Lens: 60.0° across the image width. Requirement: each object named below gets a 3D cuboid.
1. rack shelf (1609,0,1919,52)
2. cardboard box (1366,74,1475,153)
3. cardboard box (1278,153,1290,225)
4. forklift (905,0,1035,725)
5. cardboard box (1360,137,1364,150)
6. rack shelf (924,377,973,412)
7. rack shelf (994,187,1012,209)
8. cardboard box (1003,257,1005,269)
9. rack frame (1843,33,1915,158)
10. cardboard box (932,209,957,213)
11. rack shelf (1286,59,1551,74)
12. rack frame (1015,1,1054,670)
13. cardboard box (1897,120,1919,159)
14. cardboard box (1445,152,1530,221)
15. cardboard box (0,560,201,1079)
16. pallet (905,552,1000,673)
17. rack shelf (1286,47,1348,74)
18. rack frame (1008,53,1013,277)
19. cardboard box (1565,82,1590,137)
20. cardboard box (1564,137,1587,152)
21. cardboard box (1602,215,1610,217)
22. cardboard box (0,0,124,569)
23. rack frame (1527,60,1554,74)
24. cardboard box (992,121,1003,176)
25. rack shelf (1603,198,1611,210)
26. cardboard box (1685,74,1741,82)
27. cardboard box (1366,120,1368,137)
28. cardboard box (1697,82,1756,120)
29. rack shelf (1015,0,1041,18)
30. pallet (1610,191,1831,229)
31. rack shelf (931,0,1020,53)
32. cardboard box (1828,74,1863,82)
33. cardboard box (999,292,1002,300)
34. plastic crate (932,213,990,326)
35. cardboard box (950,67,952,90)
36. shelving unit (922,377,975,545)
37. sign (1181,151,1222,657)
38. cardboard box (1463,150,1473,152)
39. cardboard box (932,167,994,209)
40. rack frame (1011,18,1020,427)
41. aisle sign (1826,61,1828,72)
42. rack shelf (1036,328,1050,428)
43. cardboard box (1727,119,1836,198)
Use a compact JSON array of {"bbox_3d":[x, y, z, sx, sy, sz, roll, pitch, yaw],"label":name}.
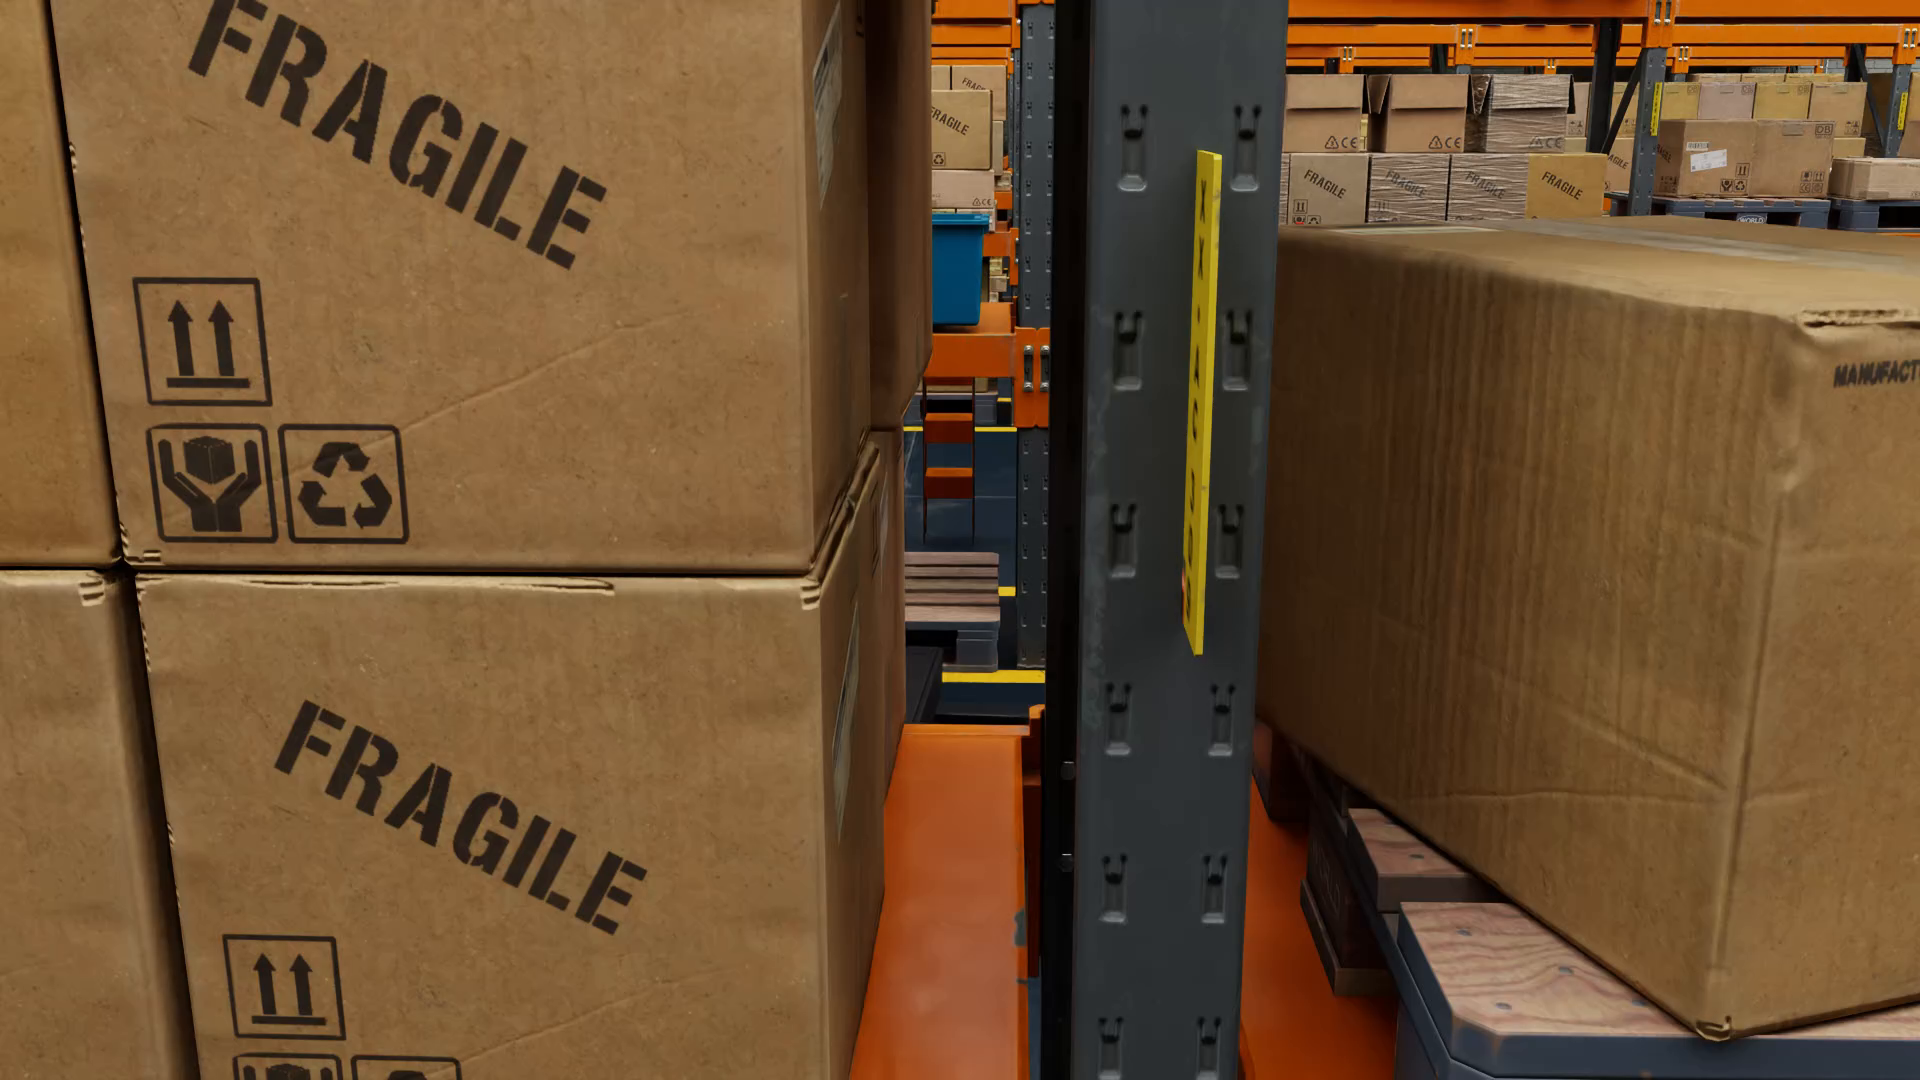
[{"bbox_3d":[6.421,-3.401,10.881,4.000,0.370,1.077,0,15,1],"label":"rack shelf"},{"bbox_3d":[3.039,-2.859,11.133,0.637,0.503,0.797,1,15,3],"label":"cardboard box"},{"bbox_3d":[1.879,-2.313,11.030,0.500,0.500,0.500,0,15,0],"label":"cardboard box"},{"bbox_3d":[-0.579,-0.586,4.815,3.031,2.935,1.130,1,15,5],"label":"forklift"},{"bbox_3d":[3.614,-3.691,15.535,0.250,0.149,0.380,1,15,3],"label":"cardboard box"},{"bbox_3d":[-0.054,-0.772,8.138,0.240,0.259,0.215,0,15,1],"label":"rack shelf"},{"bbox_3d":[-1.349,-3.267,16.253,4.000,0.370,1.077,0,15,1],"label":"rack shelf"},{"bbox_3d":[0.311,-2.769,16.555,0.250,0.149,0.380,1,15,4],"label":"cardboard box"},{"bbox_3d":[8.648,-3.550,15.914,0.127,3.000,1.000,0,15,1],"label":"rack frame"},{"bbox_3d":[-0.148,-2.136,11.049,0.250,0.149,0.380,1,15,3],"label":"cardboard box"},{"bbox_3d":[6.797,-7.194,25.258,4.000,0.370,1.077,0,15,1],"label":"rack shelf"},{"bbox_3d":[0.296,-1.074,6.533,0.127,3.000,1.000,0,15,1],"label":"rack frame"},{"bbox_3d":[6.685,-2.526,11.009,0.637,0.503,0.797,2,15,7],"label":"cardboard box"},{"bbox_3d":[3.423,-2.305,10.999,0.500,0.500,0.500,0,15,1],"label":"cardboard box"},{"bbox_3d":[-0.856,0.200,1.508,0.500,0.500,0.500,1,15,3],"label":"cardboard box"},{"bbox_3d":[-0.440,0.279,6.869,1.213,0.211,1.003,0,15,1],"label":"pallet"},{"bbox_3d":[2.675,-5.954,20.559,4.000,0.370,1.077,0,15,1],"label":"rack shelf"},{"bbox_3d":[0.676,-4.865,20.899,0.127,3.000,1.000,0,15,1],"label":"rack frame"},{"bbox_3d":[5.603,-4.099,15.841,0.500,0.500,0.700,0,15,1],"label":"cardboard box"},{"bbox_3d":[5.599,-3.550,15.719,0.500,0.500,0.500,0,15,1],"label":"cardboard box"},{"bbox_3d":[9.779,-4.865,25.467,0.500,0.250,0.500,0,15,0],"label":"cardboard box"},{"bbox_3d":[-0.859,-0.283,1.377,0.500,0.500,0.500,0,15,0],"label":"cardboard box"},{"bbox_3d":[8.796,-6.079,25.500,0.127,3.000,1.000,0,15,1],"label":"rack frame"},{"bbox_3d":[0.160,-3.725,15.800,0.500,0.500,0.500,0,15,2],"label":"cardboard box"},{"bbox_3d":[6.648,-3.215,16.056,4.000,0.370,1.077,0,15,1],"label":"rack shelf"},{"bbox_3d":[9.107,-5.430,20.303,0.500,0.500,0.700,0,15,1],"label":"cardboard box"},{"bbox_3d":[3.896,-3.833,15.493,0.250,0.149,0.380,0,15,1],"label":"cardboard box"},{"bbox_3d":[7.132,-4.089,15.804,0.500,0.500,0.700,0,15,2],"label":"cardboard box"},{"bbox_3d":[-1.703,-2.190,6.291,4.000,0.370,1.077,0,15,1],"label":"rack shelf"},{"bbox_3d":[5.136,-2.241,11.331,1.003,0.211,1.213,0,15,1],"label":"pallet"},{"bbox_3d":[-1.577,-3.453,11.079,4.000,0.370,1.077,0,15,1],"label":"rack shelf"},{"bbox_3d":[10.642,-5.431,20.306,0.500,0.500,0.700,0,15,1],"label":"cardboard box"},{"bbox_3d":[0.295,-2.511,16.742,0.250,0.149,0.380,0,15,-1],"label":"cardboard box"},{"bbox_3d":[-0.179,-1.012,6.209,0.575,0.384,0.392,0,15,1],"label":"plastic crate"},{"bbox_3d":[-0.313,-4.342,16.178,0.500,0.500,0.500,0,15,0],"label":"cardboard box"},{"bbox_3d":[-0.054,-0.508,8.207,0.252,1.050,0.215,0,15,1],"label":"shelving unit"},{"bbox_3d":[0.160,-0.091,1.110,0.005,0.325,0.100,0,15,1],"label":"sign"},{"bbox_3d":[3.427,-2.435,11.494,0.500,0.500,0.500,0,15,0],"label":"cardboard box"},{"bbox_3d":[-0.026,-2.345,11.059,0.500,0.250,0.500,0,15,0],"label":"cardboard box"},{"bbox_3d":[0.423,-2.338,11.320,0.127,3.000,1.000,0,15,1],"label":"rack frame"},{"bbox_3d":[12.853,-7.234,24.784,0.004,0.787,0.394,0,15,1],"label":"aisle sign"},{"bbox_3d":[2.295,-0.714,6.575,4.000,0.370,1.077,0,15,1],"label":"rack shelf"},{"bbox_3d":[5.523,-2.591,11.263,0.500,0.500,0.700,3,15,10],"label":"cardboard box"}]
